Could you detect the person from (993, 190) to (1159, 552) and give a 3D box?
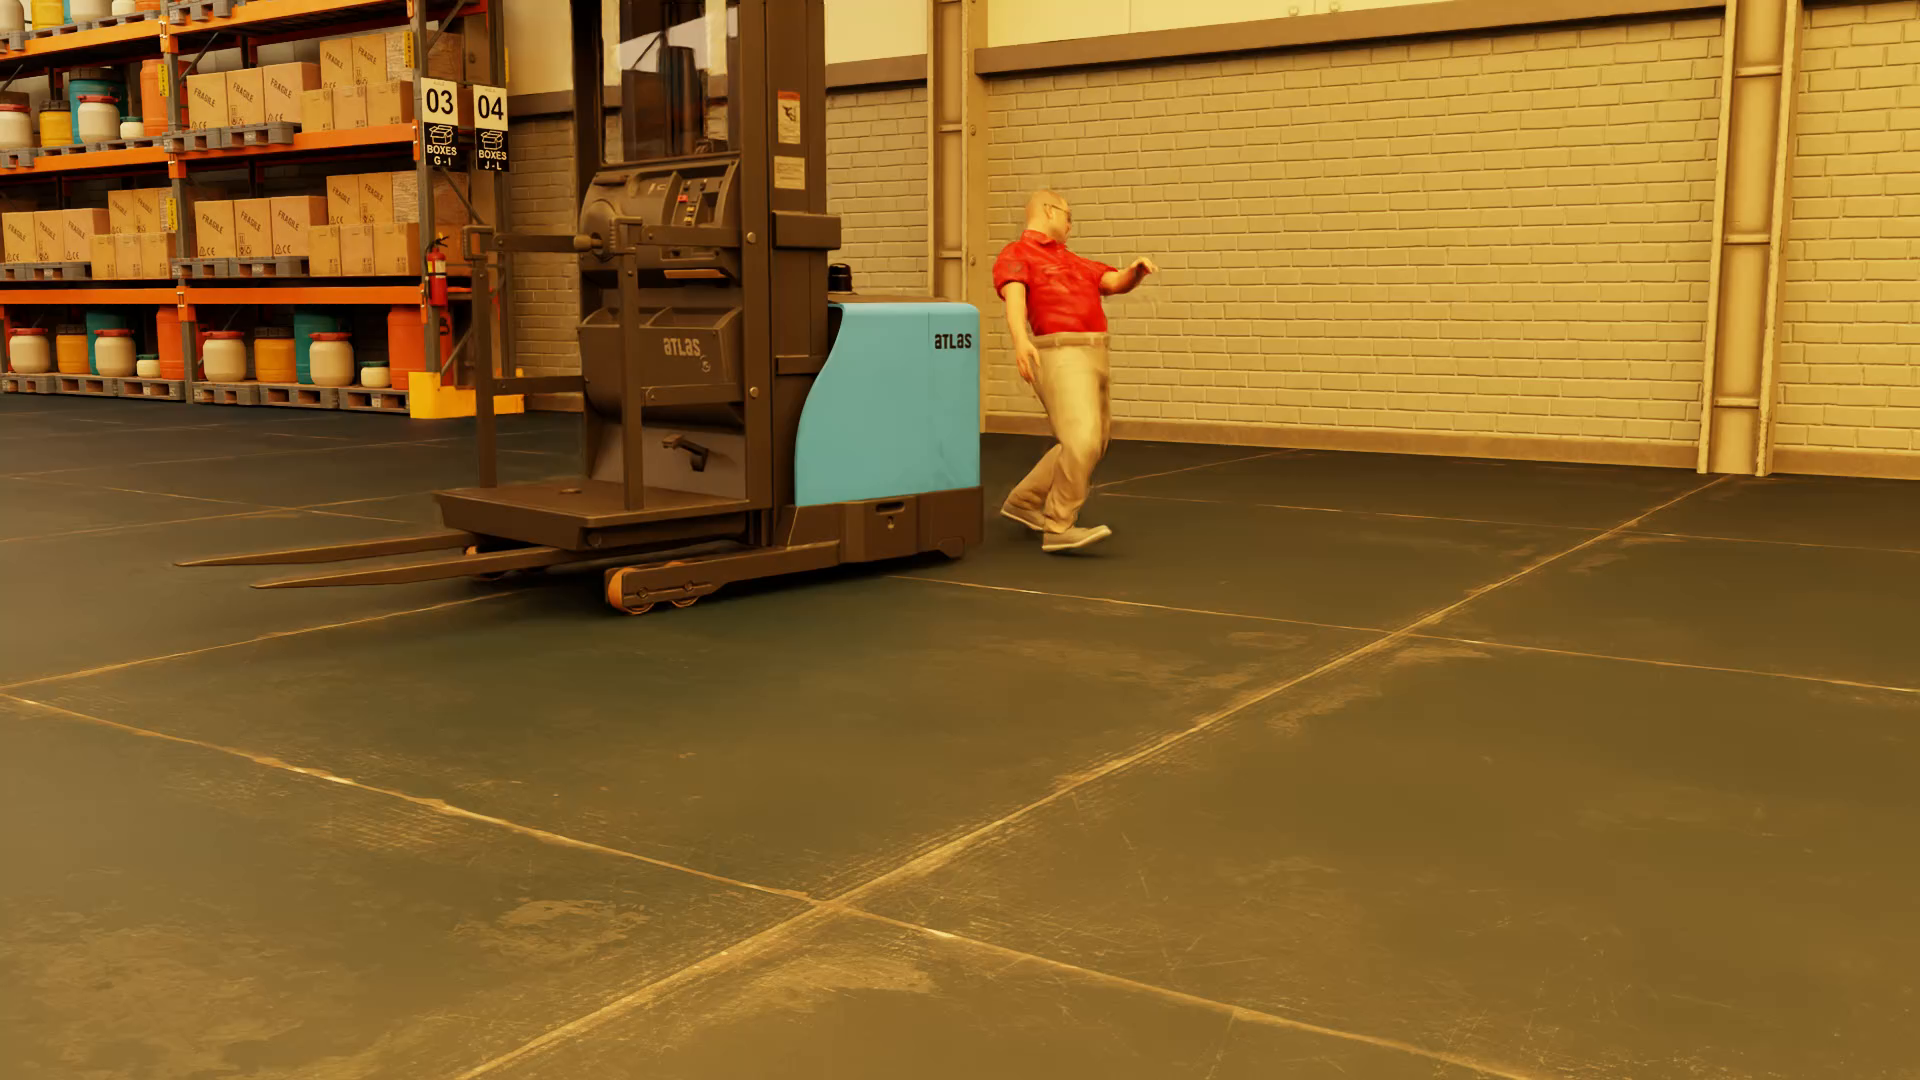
[{"bbox_3d":[0.446,-0.733,7.168,0.862,1.553,0.869,4,9,24],"label":"person"}]

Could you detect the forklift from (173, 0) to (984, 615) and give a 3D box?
[{"bbox_3d":[-1.295,-1.273,6.142,1.130,2.935,3.031,8,11,44],"label":"forklift"}]
